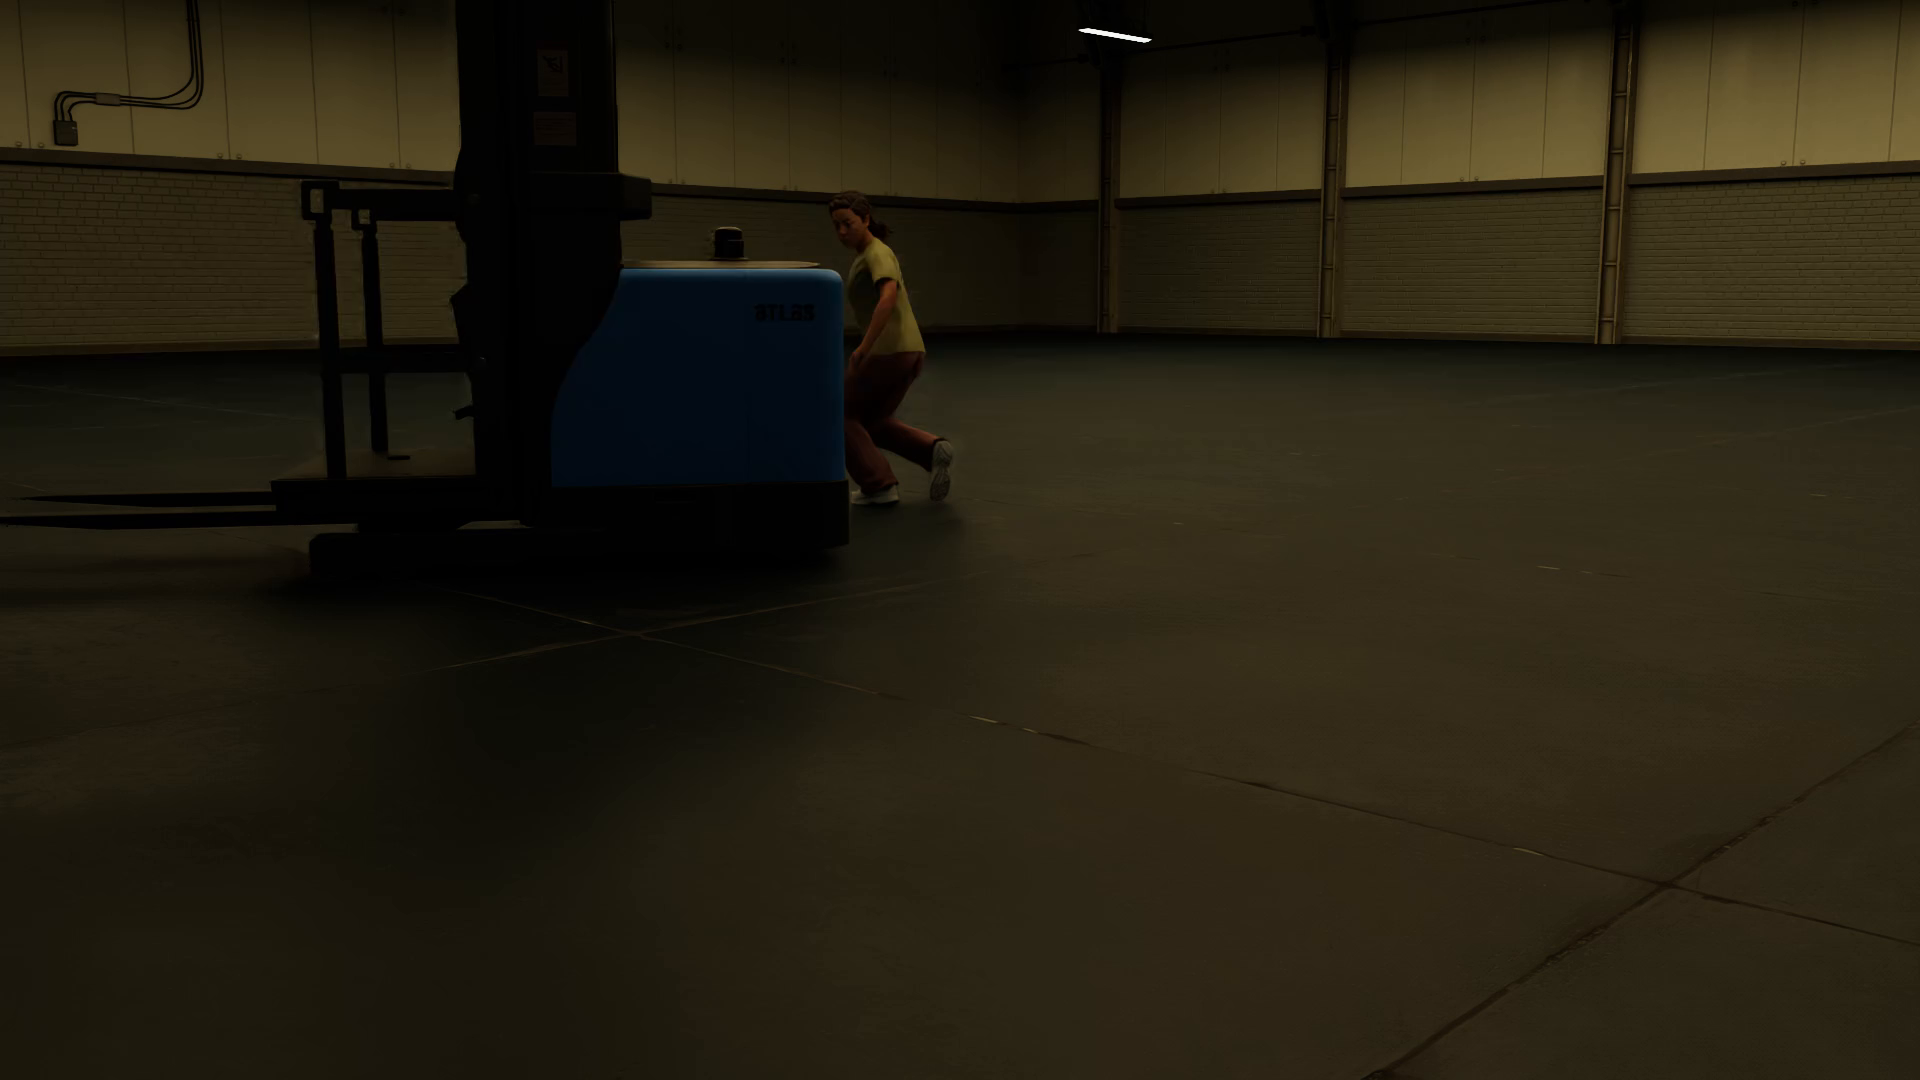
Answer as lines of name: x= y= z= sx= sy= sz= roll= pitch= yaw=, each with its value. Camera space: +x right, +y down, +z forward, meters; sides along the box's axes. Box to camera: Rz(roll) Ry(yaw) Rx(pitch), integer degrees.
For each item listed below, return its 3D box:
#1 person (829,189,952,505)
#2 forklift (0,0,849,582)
person: x=-0.343 y=-0.893 z=7.802 sx=0.631 sy=1.472 sz=0.740 roll=2 pitch=9 yaw=14
forklift: x=-1.979 y=-1.389 z=6.097 sx=3.031 sy=2.935 sz=1.130 roll=-2 pitch=9 yaw=-11
